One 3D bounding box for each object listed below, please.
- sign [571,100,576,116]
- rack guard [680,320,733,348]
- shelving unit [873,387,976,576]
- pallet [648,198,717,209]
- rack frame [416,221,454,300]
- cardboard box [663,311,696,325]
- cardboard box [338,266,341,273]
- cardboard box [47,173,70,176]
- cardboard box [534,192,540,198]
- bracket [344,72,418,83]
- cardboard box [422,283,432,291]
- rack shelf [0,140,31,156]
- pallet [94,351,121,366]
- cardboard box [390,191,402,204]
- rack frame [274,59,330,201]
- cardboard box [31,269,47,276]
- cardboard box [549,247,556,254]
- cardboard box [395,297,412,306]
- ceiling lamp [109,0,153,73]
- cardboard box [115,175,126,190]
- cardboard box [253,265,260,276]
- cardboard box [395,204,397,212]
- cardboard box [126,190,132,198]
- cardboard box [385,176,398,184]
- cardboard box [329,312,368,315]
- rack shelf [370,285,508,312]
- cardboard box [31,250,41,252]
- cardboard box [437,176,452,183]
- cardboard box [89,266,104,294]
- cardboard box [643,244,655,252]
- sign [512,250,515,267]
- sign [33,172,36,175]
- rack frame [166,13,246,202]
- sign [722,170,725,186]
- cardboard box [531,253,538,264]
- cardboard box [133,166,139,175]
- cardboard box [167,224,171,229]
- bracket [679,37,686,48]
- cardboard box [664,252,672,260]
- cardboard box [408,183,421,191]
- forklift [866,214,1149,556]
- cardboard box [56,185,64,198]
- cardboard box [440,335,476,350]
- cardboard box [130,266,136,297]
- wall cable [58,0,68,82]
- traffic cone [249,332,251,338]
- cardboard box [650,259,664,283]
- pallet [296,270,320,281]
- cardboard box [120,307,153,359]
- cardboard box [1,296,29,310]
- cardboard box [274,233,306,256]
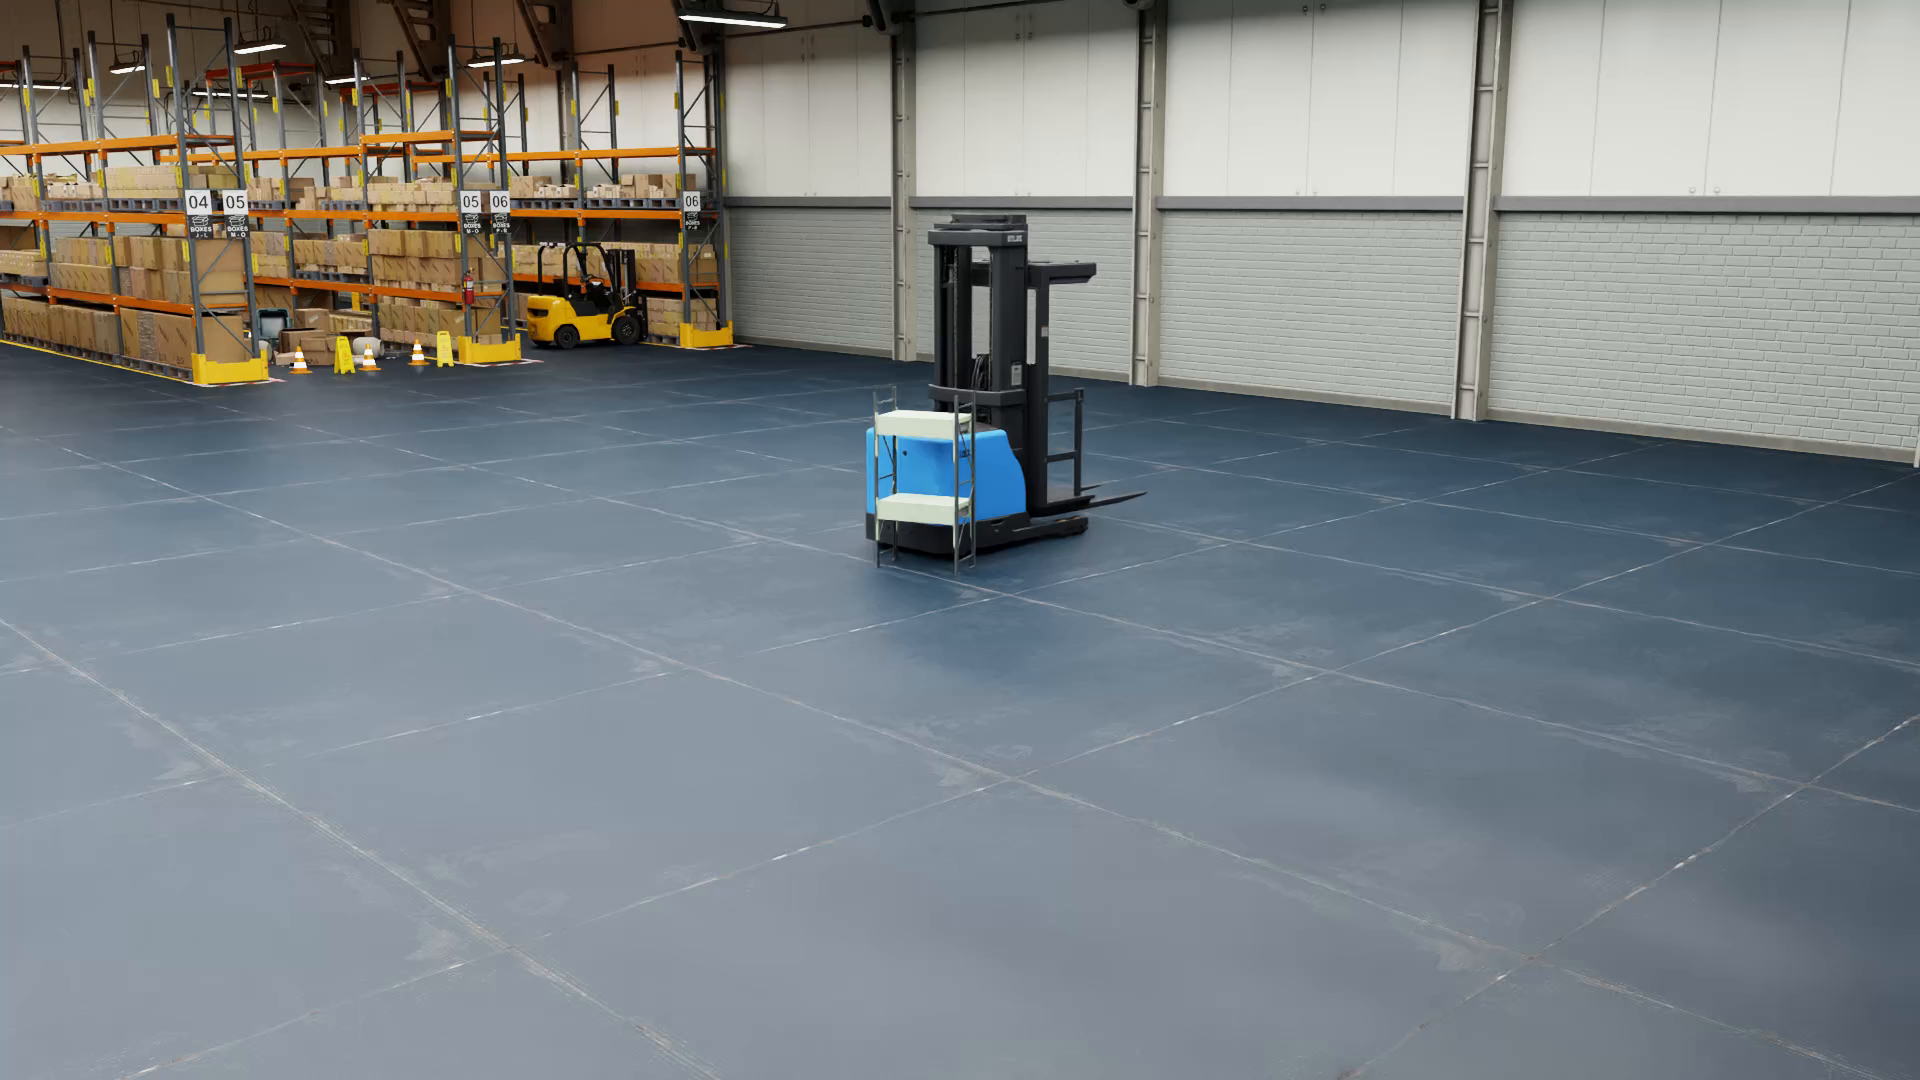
[{"bbox_3d":[-8.526,-9.531,36.699,0.100,0.325,0.005,-11,16,-43],"label":"sign"},{"bbox_3d":[-5.362,-4.362,35.184,1.175,0.500,0.348,-11,16,-43],"label":"rack guard"},{"bbox_3d":[-0.295,-0.505,13.983,0.755,1.500,0.431,5,13,22],"label":"shelving unit"},{"bbox_3d":[-5.849,-7.123,35.173,1.003,0.211,1.213,-11,16,-43],"label":"pallet"},{"bbox_3d":[-13.666,-7.341,43.449,1.000,3.000,0.127,-11,16,-43],"label":"rack frame"},{"bbox_3d":[-5.941,-4.721,35.267,0.500,0.250,0.500,-11,16,-43],"label":"cardboard box"},{"bbox_3d":[-12.978,-5.752,35.315,0.380,0.149,0.250,-11,16,-43],"label":"cardboard box"},{"bbox_3d":[-18.642,-7.458,34.438,0.396,0.266,0.258,-11,16,-43],"label":"cardboard box"},{"bbox_3d":[-9.653,-8.005,38.572,0.380,0.149,0.250,-11,16,-43],"label":"cardboard box"},{"bbox_3d":[-15.818,-12.657,45.462,0.076,0.066,4.783,-11,16,-43],"label":"bracket"},{"bbox_3d":[-10.313,-4.976,32.593,0.380,0.149,0.250,-11,16,-43],"label":"cardboard box"},{"bbox_3d":[-22.145,-8.821,37.554,1.077,0.370,4.000,-11,16,-43],"label":"rack shelf"},{"bbox_3d":[-15.827,-3.513,31.780,1.003,0.211,1.213,-11,16,-43],"label":"pallet"},{"bbox_3d":[-10.924,-6.772,32.885,0.500,0.250,0.500,-11,16,-42],"label":"cardboard box"},{"bbox_3d":[-14.491,-9.004,36.650,1.000,3.000,0.127,-11,16,-43],"label":"rack frame"},{"bbox_3d":[-18.675,-5.451,33.858,0.380,0.149,0.250,-11,16,-42],"label":"cardboard box"},{"bbox_3d":[-9.273,-6.704,38.503,0.250,0.149,0.380,11,16,44],"label":"cardboard box"},{"bbox_3d":[-11.118,-4.800,33.424,0.380,0.149,0.250,-10,15,-40],"label":"cardboard box"},{"bbox_3d":[-18.257,-12.020,36.826,0.800,3.185,2.000,-11,16,-43],"label":"ceiling lamp"},{"bbox_3d":[-14.754,-6.389,29.740,0.500,0.250,0.500,-11,16,-43],"label":"cardboard box"},{"bbox_3d":[-16.101,-6.248,38.514,0.500,0.250,0.500,-11,16,-43],"label":"cardboard box"},{"bbox_3d":[-10.979,-6.598,33.033,0.250,0.149,0.380,11,16,43],"label":"cardboard box"},{"bbox_3d":[-14.530,-6.129,29.465,0.380,0.149,0.250,-11,16,-43],"label":"cardboard box"},{"bbox_3d":[-12.194,-7.540,35.073,0.500,0.250,0.500,-11,16,-44],"label":"cardboard box"},{"bbox_3d":[-13.593,-4.793,36.554,0.950,0.372,0.625,-11,16,-44],"label":"cardboard box"},{"bbox_3d":[-10.348,-4.837,33.078,1.077,0.370,4.000,-11,16,-43],"label":"rack shelf"},{"bbox_3d":[-19.801,-6.172,35.880,0.380,0.149,0.250,-11,16,-43],"label":"cardboard box"},{"bbox_3d":[-13.199,-9.222,42.712,0.396,0.266,0.258,-11,16,-43],"label":"cardboard box"},{"bbox_3d":[-16.142,-4.939,31.539,0.500,0.500,0.500,-11,16,-43],"label":"cardboard box"},{"bbox_3d":[-6.550,-6.261,35.611,0.380,0.149,0.250,-10,16,-41],"label":"cardboard box"},{"bbox_3d":[-8.574,-5.397,31.868,0.100,0.325,0.005,-11,16,-43],"label":"sign"},{"bbox_3d":[-20.365,-7.938,36.653,0.100,0.325,0.005,-11,16,-43],"label":"sign"},{"bbox_3d":[-12.477,-7.131,27.564,1.000,3.000,0.127,-11,16,-43],"label":"rack frame"},{"bbox_3d":[-4.974,-7.602,34.921,0.100,0.325,0.005,-11,16,-43],"label":"sign"},{"bbox_3d":[-9.710,-6.607,39.018,0.500,0.250,0.500,-11,16,-42],"label":"cardboard box"},{"bbox_3d":[-14.183,-6.446,29.027,0.380,0.149,0.250,-11,16,-43],"label":"cardboard box"},{"bbox_3d":[-19.971,-7.999,42.308,0.380,0.149,0.250,-10,16,-41],"label":"cardboard box"},{"bbox_3d":[-5.751,-10.530,35.137,0.235,0.232,0.430,-11,16,-43],"label":"bracket"},{"bbox_3d":[-6.019,-6.001,35.090,0.380,0.149,0.250,-11,16,-42],"label":"cardboard box"},{"bbox_3d":[-10.497,-6.862,32.334,0.380,0.149,0.250,-10,16,-41],"label":"cardboard box"},{"bbox_3d":[0.555,-1.525,15.390,3.031,2.935,1.130,-11,16,-43],"label":"forklift"},{"bbox_3d":[-17.315,-6.802,32.480,0.500,0.250,0.500,-10,16,-41],"label":"cardboard box"},{"bbox_3d":[-9.736,-3.841,32.231,0.500,0.250,0.500,-11,16,-43],"label":"cardboard box"},{"bbox_3d":[-14.580,-4.721,30.360,0.875,0.550,0.550,-11,16,-43],"label":"cardboard box"},{"bbox_3d":[-25.265,-13.684,44.502,2.355,3.000,0.029,-11,16,-43],"label":"wall cable"},{"bbox_3d":[-14.521,-4.128,34.139,0.336,0.463,0.334,-11,16,-43],"label":"traffic cone"},{"bbox_3d":[-6.260,-5.751,35.483,0.500,0.500,0.500,-10,15,-41],"label":"cardboard box"},{"bbox_3d":[-13.922,-5.882,36.842,1.213,0.211,1.003,-11,16,-43],"label":"pallet"},{"bbox_3d":[-14.855,-3.840,30.682,0.875,0.875,0.875,-11,16,-42],"label":"cardboard box"},{"bbox_3d":[-20.445,-5.148,36.102,0.500,0.250,0.500,11,16,43],"label":"cardboard box"},{"bbox_3d":[-15.037,-6.643,37.334,0.500,0.500,0.500,11,16,44],"label":"cardboard box"}]
